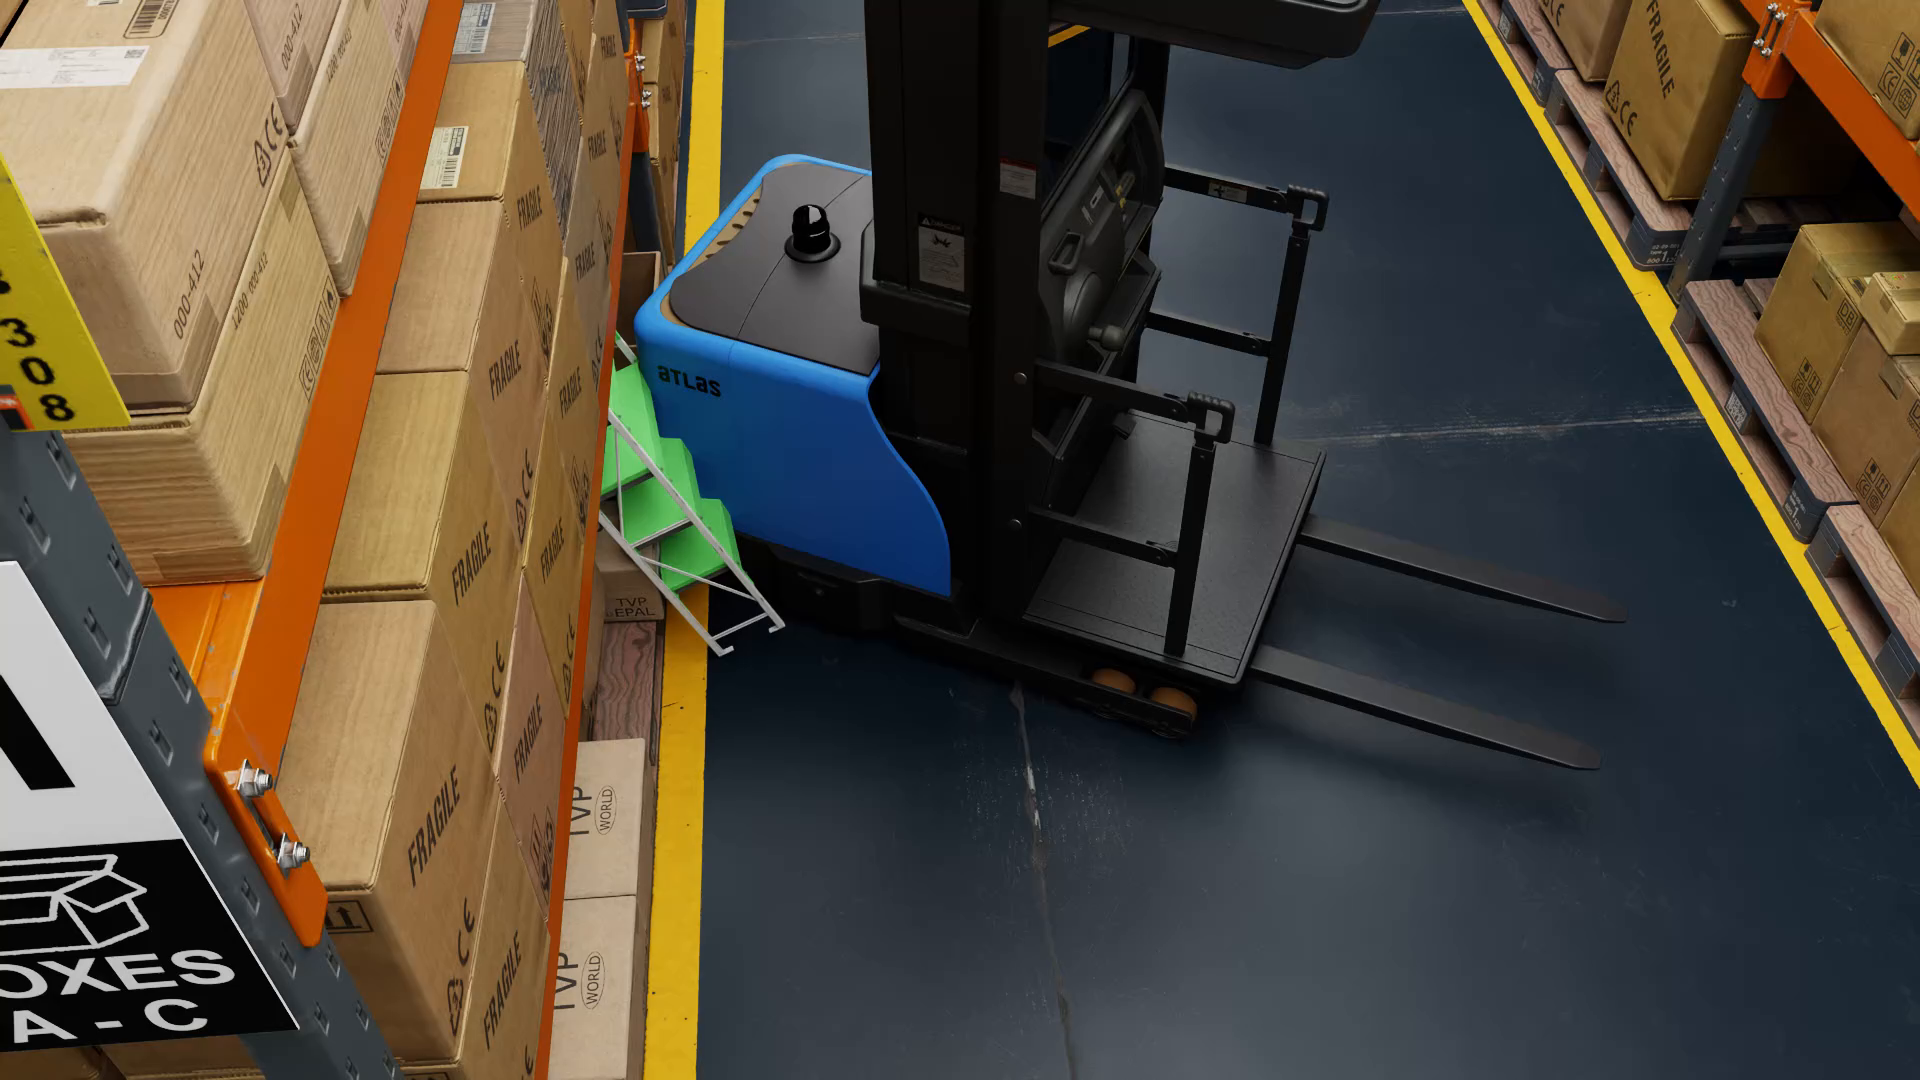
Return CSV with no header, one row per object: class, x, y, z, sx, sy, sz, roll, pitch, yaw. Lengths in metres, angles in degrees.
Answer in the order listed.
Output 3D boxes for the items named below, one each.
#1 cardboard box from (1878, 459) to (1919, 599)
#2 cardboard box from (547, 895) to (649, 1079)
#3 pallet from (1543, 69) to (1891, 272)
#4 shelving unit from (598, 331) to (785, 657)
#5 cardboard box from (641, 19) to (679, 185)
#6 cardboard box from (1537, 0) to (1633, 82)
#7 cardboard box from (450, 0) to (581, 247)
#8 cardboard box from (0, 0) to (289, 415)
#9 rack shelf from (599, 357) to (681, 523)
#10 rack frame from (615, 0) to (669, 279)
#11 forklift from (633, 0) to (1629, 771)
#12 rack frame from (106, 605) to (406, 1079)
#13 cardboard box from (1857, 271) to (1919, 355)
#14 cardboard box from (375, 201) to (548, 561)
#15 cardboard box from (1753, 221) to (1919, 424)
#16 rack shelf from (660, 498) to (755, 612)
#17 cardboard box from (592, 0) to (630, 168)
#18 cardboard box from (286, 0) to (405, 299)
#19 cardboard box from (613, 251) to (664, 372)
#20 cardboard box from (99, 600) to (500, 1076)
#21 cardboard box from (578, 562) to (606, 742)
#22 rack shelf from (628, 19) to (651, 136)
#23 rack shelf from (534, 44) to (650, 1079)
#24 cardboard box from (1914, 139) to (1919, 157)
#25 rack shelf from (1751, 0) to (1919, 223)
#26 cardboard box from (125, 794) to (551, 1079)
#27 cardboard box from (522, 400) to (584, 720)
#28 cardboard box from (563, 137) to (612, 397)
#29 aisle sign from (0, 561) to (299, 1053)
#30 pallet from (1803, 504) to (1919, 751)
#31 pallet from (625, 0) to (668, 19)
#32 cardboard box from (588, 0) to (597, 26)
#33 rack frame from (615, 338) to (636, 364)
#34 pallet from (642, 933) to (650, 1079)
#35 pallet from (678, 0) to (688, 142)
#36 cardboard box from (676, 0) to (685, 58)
cardboard box,3.389,-0.037,5.151,0.700,0.500,0.500,-3,47,-2
cardboard box,-1.057,1.185,4.152,0.500,0.250,0.500,-3,47,-3
pallet,3.210,-1.629,7.148,1.003,0.211,1.213,-3,47,-3
shelving unit,-0.945,-0.192,5.082,0.258,1.200,0.503,-25,48,6
cardboard box,-1.440,-1.772,6.781,0.500,0.500,0.500,-3,47,-3
cardboard box,3.088,-2.545,7.286,0.750,0.750,0.750,-2,47,-2
cardboard box,-1.199,-1.024,3.896,0.500,0.500,0.500,-3,47,-3
cardboard box,-1.035,-0.376,1.733,0.500,0.250,0.500,-3,47,-3
rack shelf,-1.008,-0.293,4.952,0.258,0.148,0.480,-25,48,6
rack frame,-1.587,-1.731,5.323,1.000,3.000,0.127,-3,47,-3
forklift,0.580,-0.834,4.521,3.031,2.935,1.130,17,49,15
rack frame,-1.252,1.163,2.582,1.000,3.000,0.127,-3,47,-3
cardboard box,3.157,-0.736,5.367,0.380,0.149,0.250,-2,47,-2
cardboard box,-1.114,-0.292,3.203,0.500,0.500,0.500,-3,47,-3
cardboard box,3.310,-0.772,5.848,0.700,0.500,0.500,-3,47,-3
rack shelf,-0.837,-0.019,5.307,0.258,0.148,0.480,-25,48,6
cardboard box,-1.289,-1.419,4.959,0.500,0.500,0.500,-3,47,-3
cardboard box,-1.070,-0.566,2.258,0.500,0.250,0.500,-3,47,-3
cardboard box,-1.256,-0.627,5.697,0.500,0.500,0.500,-3,47,-3
cardboard box,-1.026,0.448,2.502,0.500,0.500,0.500,-2,47,-2
cardboard box,-1.424,0.335,4.783,0.797,0.503,0.637,-3,47,-3
rack shelf,-1.754,-2.930,6.955,1.077,0.370,4.000,-3,47,-3
rack shelf,-1.419,-0.036,4.214,1.077,0.370,4.000,-3,47,-3
cardboard box,3.434,-1.216,4.629,0.980,0.700,0.700,-5,47,-4
rack shelf,3.517,-0.340,4.502,1.077,0.370,4.000,-3,47,-3
cardboard box,-1.026,0.792,2.865,0.500,0.500,0.500,-3,47,-2
cardboard box,-1.114,0.056,3.562,0.500,0.500,0.500,-4,47,-3
cardboard box,-1.199,-0.675,4.254,0.500,0.500,0.500,-3,47,-2
aisle sign,-0.953,0.301,1.608,0.394,0.787,0.004,-3,47,-3
pallet,3.440,0.364,5.260,1.003,0.211,1.213,-3,47,-3
pallet,-1.545,-2.249,5.947,1.003,0.211,1.213,-3,47,-3
cardboard box,-1.286,-1.759,4.592,0.500,0.500,0.500,-3,47,-3
rack frame,-1.006,-0.365,5.244,0.240,1.200,0.015,-25,48,6
pallet,-1.326,1.491,4.193,1.003,0.211,1.213,-3,47,-3
pallet,-1.798,-2.243,7.729,1.003,0.211,1.213,-3,47,-3
cardboard box,-1.516,-2.500,7.471,0.500,0.500,0.500,-5,47,-5
